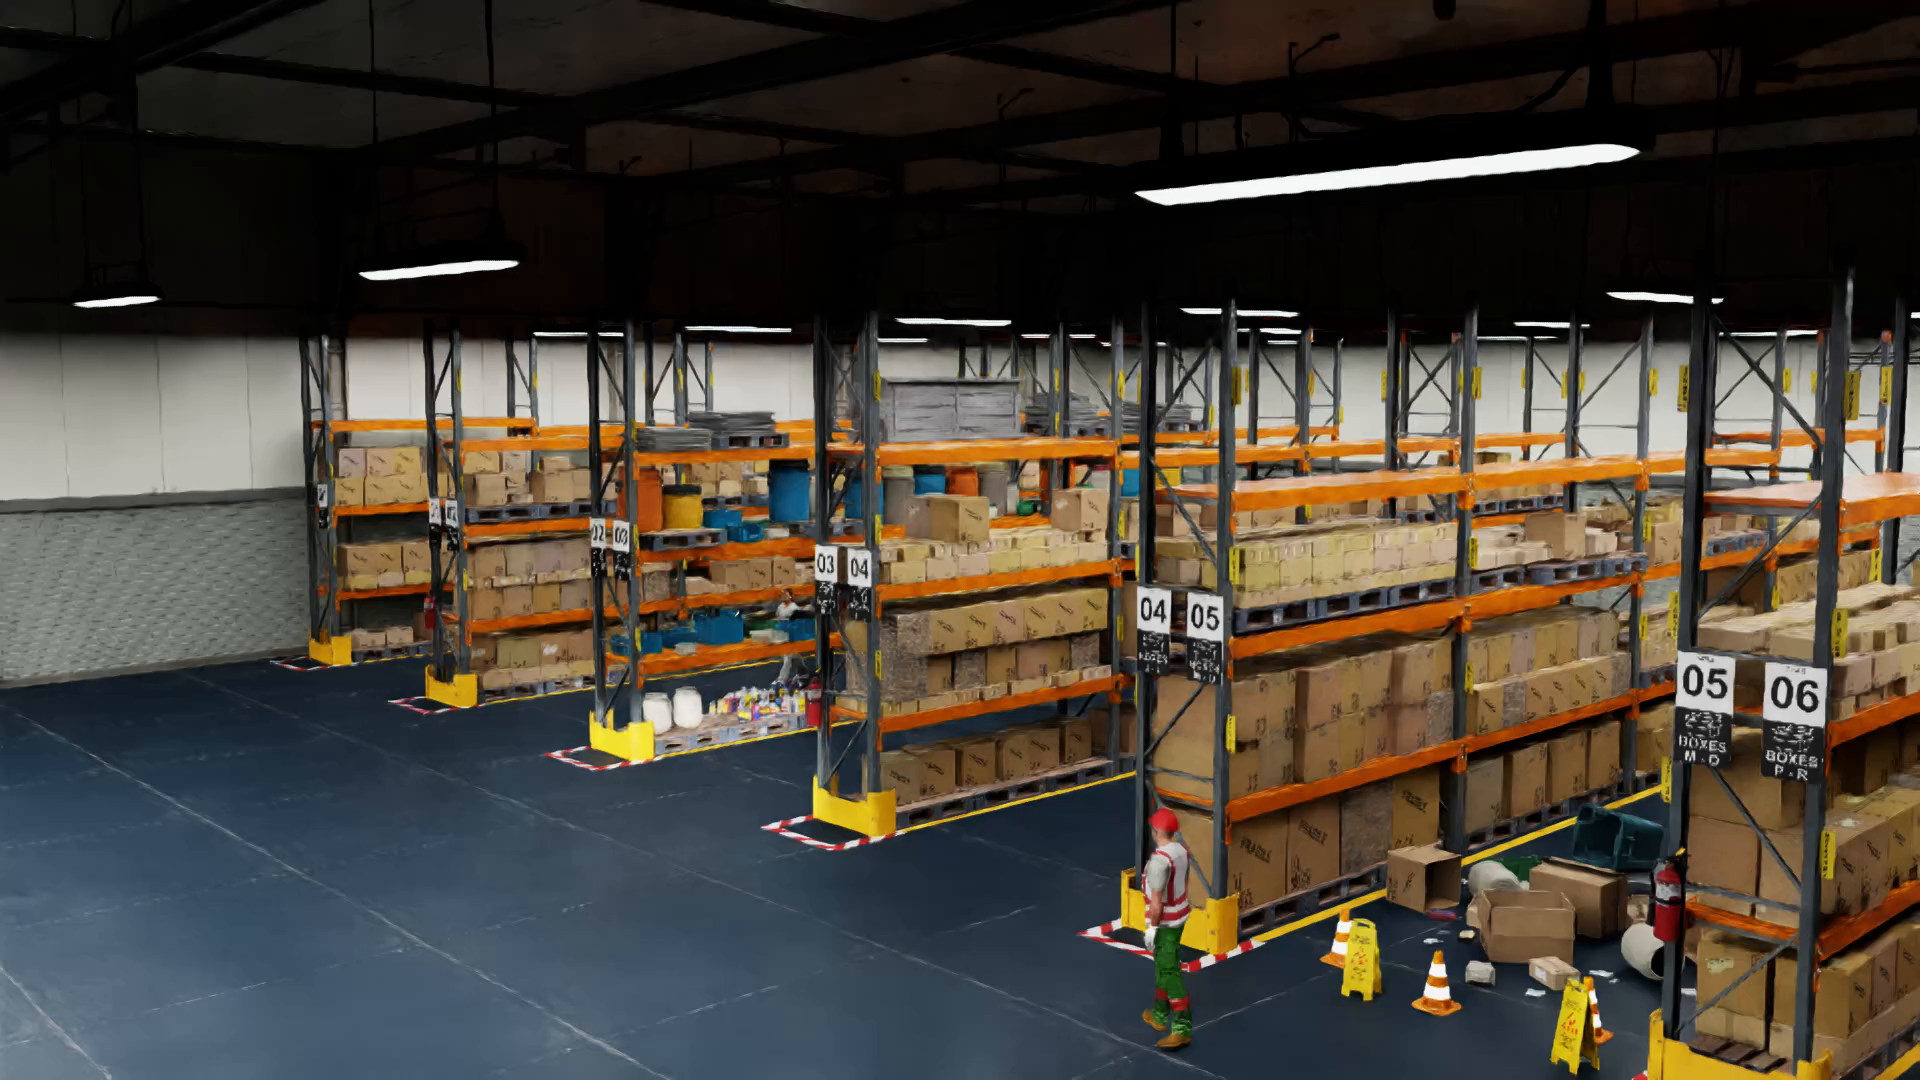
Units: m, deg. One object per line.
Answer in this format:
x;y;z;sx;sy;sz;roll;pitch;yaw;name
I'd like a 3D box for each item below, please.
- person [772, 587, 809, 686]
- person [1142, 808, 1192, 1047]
-2.846;1.575;27.517;0.444;1.604;1.016;5;7;39;person
1.596;2.978;12.930;0.541;1.792;0.666;3;7;29;person
